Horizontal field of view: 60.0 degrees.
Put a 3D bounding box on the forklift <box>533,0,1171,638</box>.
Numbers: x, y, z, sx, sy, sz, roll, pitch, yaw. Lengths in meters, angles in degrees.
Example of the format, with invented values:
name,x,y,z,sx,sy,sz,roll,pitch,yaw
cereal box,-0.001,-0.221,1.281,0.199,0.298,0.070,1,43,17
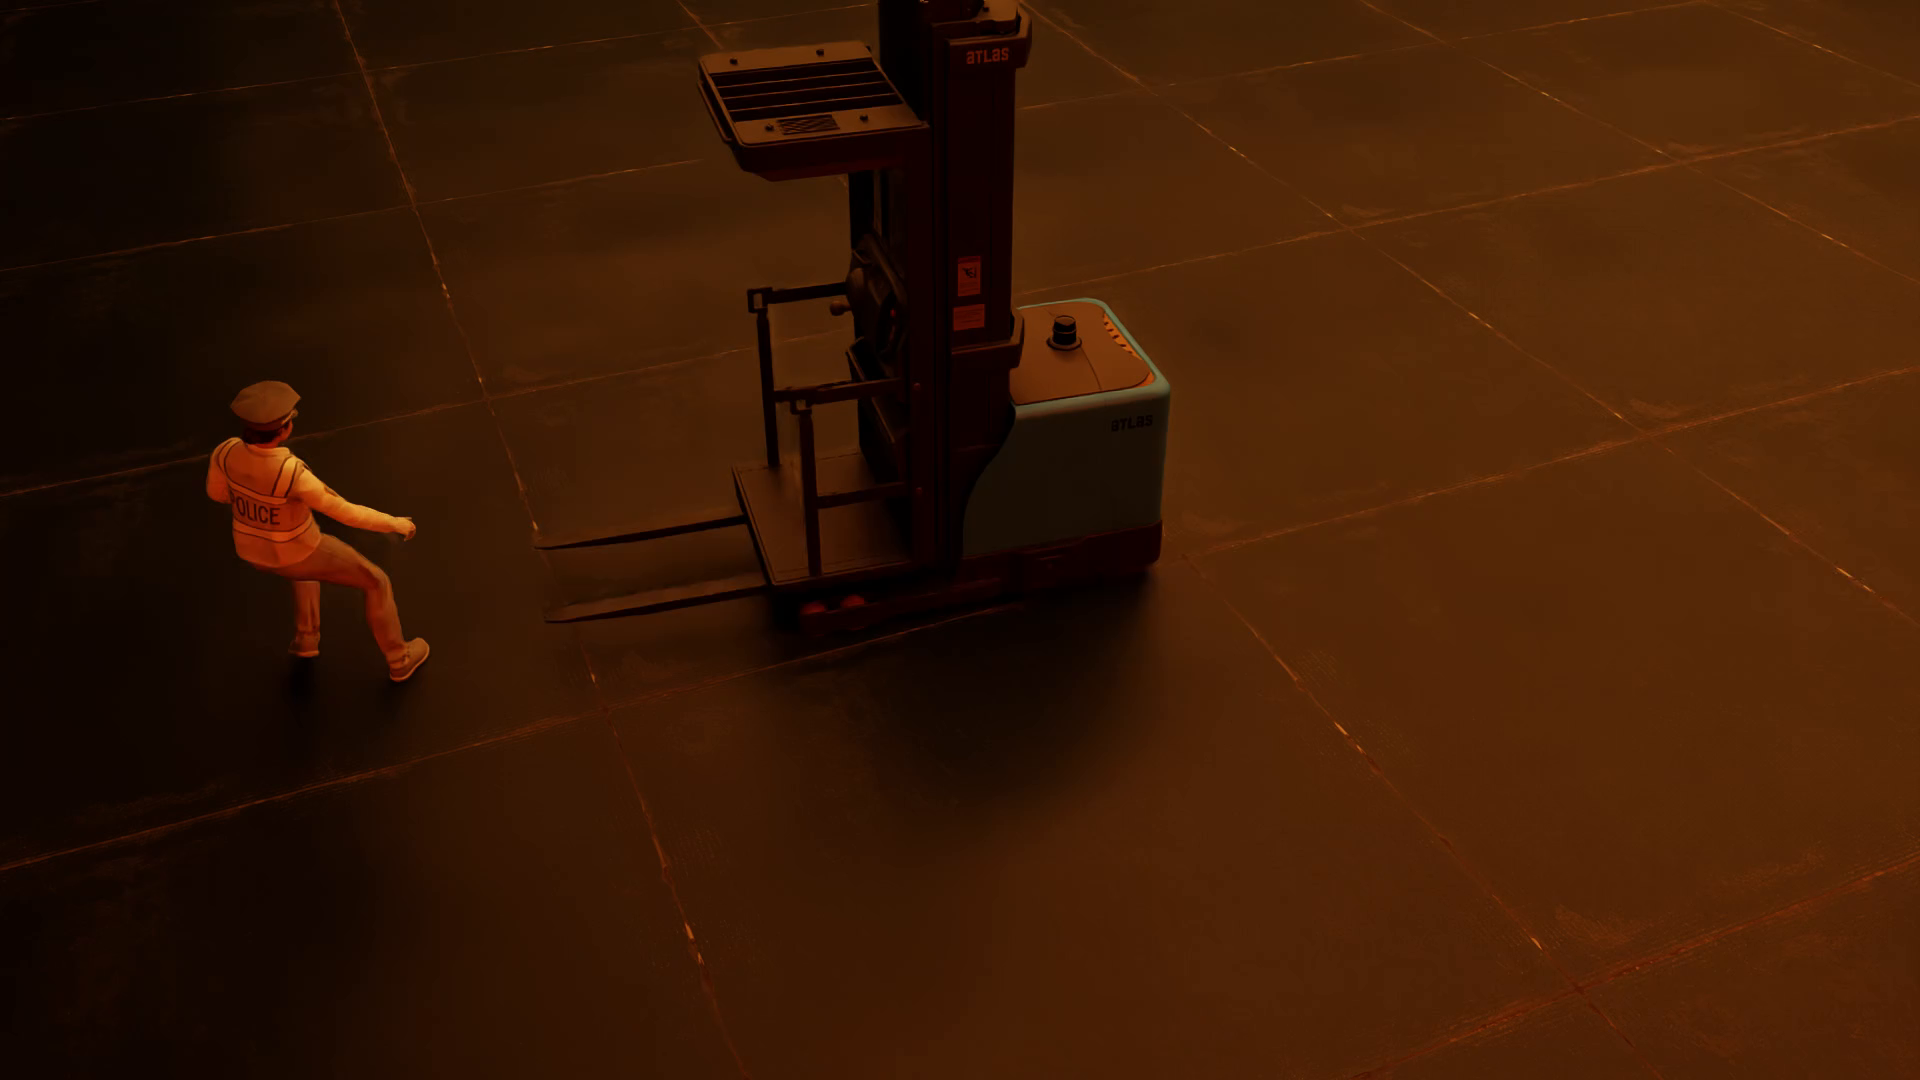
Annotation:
name,x,y,z,sx,sy,sz,roll,pitch,yaw
forklift,-0.567,-1.069,7.602,3.031,2.935,1.130,-10,37,-13

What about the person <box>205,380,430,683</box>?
name,x,y,z,sx,sy,sz,roll,pitch,yaw
person,-2.871,-0.034,7.346,0.779,1.532,0.506,10,37,14
